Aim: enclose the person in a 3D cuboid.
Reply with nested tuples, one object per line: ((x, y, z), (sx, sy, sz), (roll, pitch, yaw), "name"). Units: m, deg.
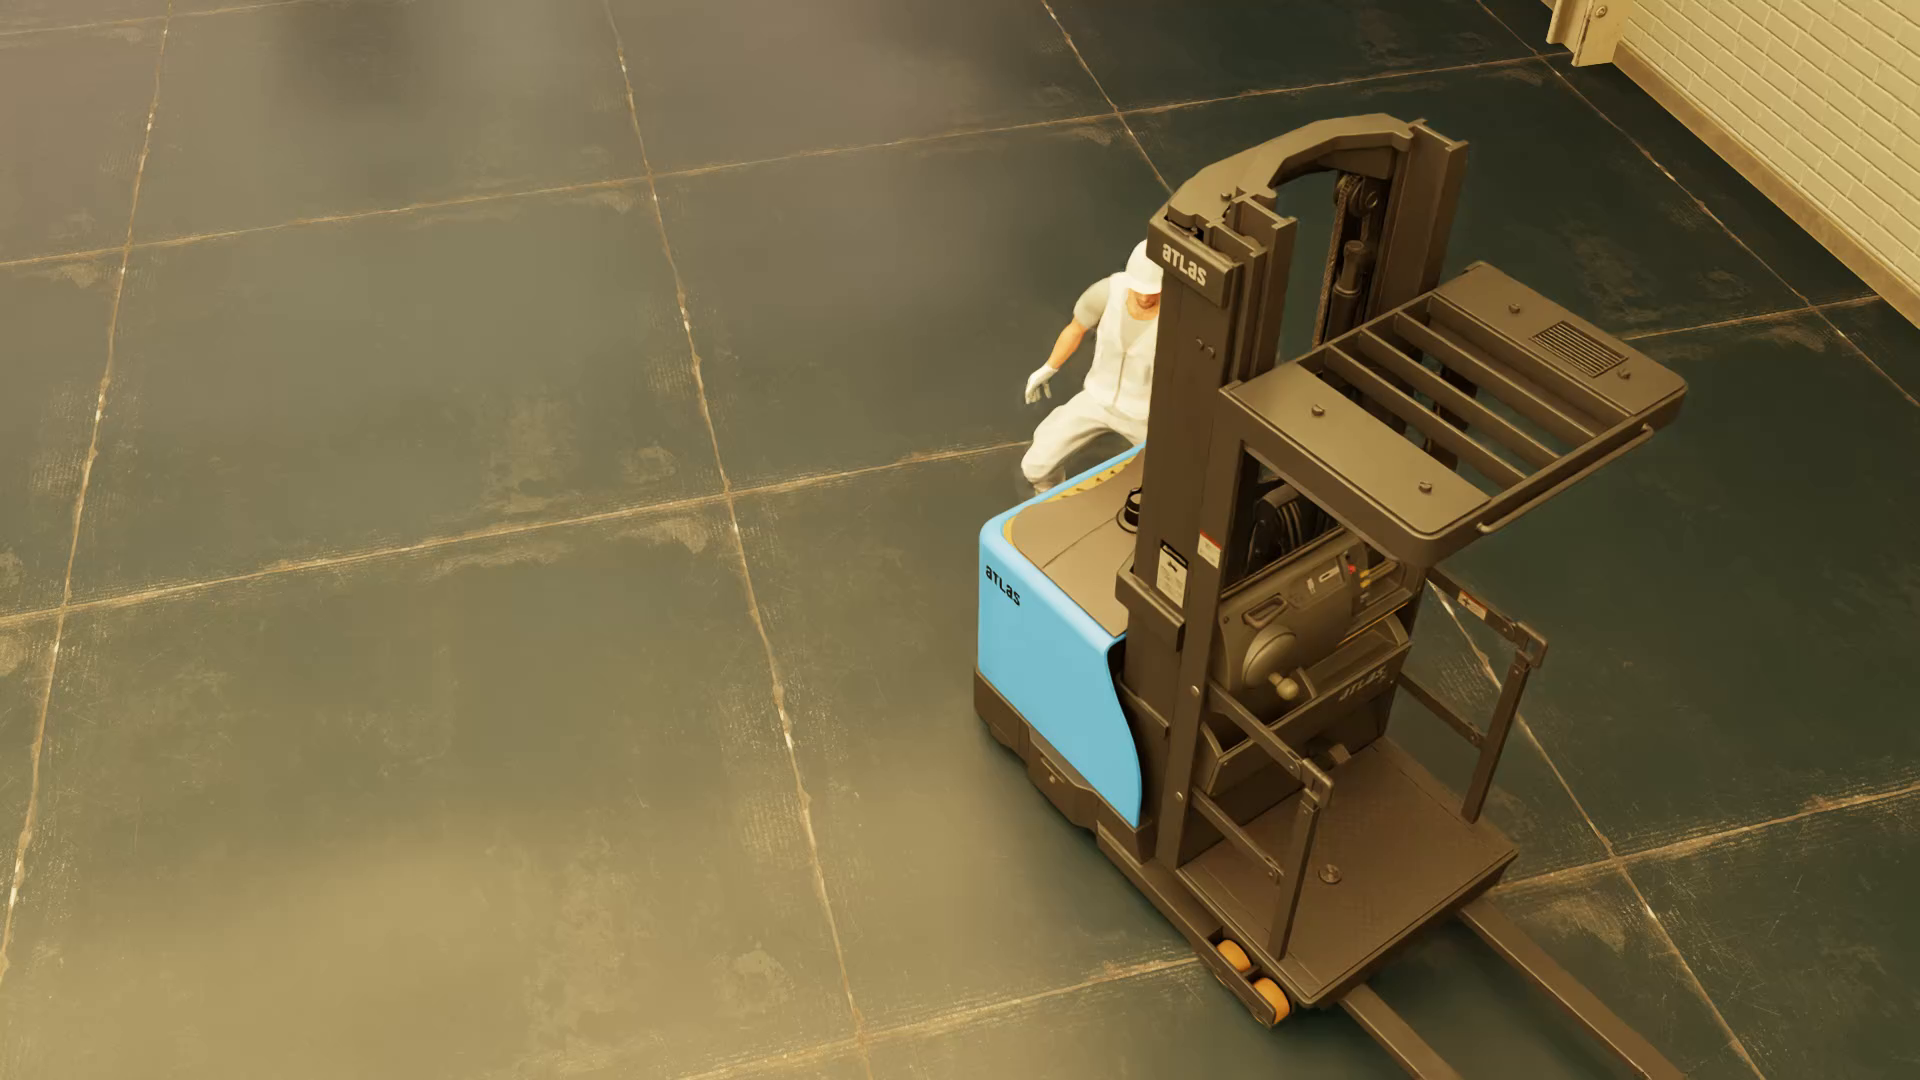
((0.758, -0.590, 7.227), (0.993, 1.651, 0.678), (21, 47, 21), "person")

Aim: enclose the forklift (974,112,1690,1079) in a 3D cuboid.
((1.332, 0.279, 5.350), (1.130, 2.935, 3.031), (-27, 49, -25), "forklift")
